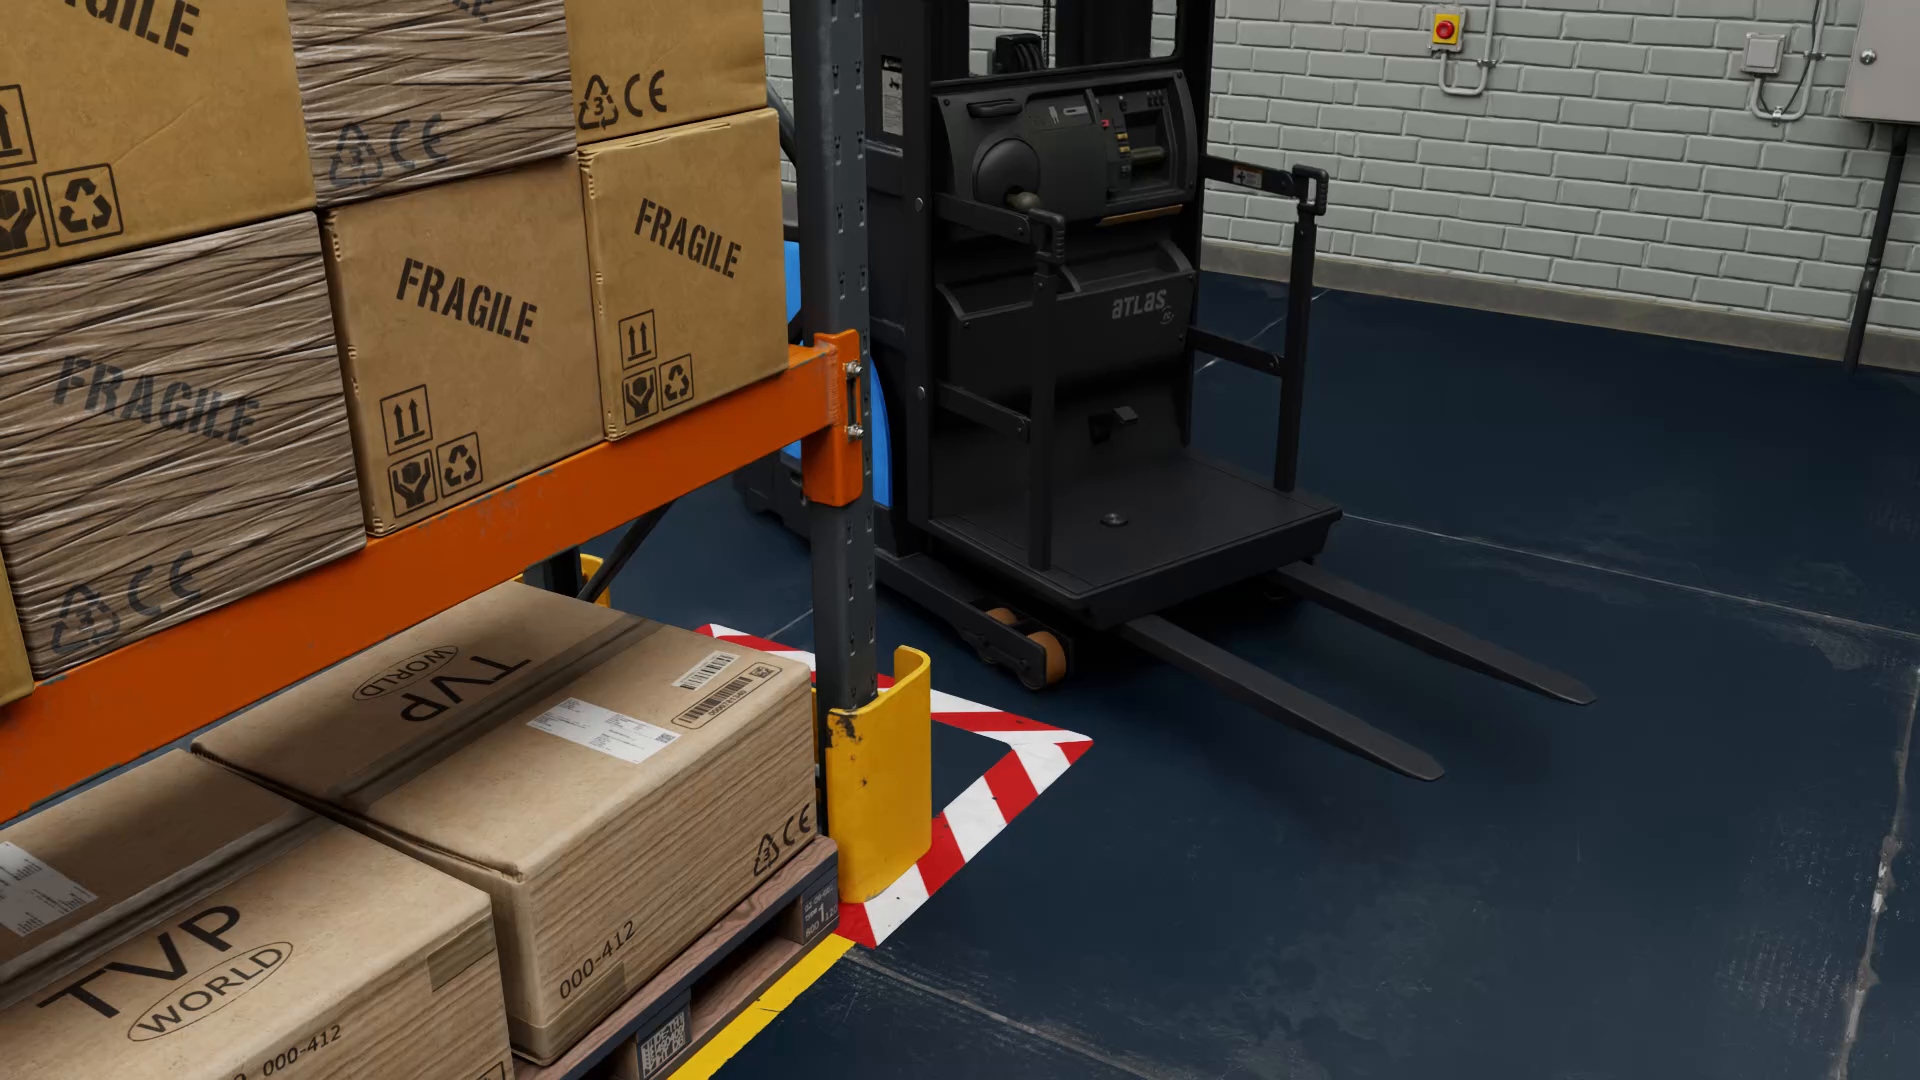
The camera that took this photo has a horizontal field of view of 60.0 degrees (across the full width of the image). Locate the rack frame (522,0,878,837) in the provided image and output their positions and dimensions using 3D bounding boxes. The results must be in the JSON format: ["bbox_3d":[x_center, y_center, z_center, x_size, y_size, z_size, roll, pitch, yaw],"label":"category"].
[{"bbox_3d":[-0.644,-0.703,3.599,1.000,3.000,0.127,14,27,29],"label":"rack frame"}]

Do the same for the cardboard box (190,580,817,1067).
[{"bbox_3d":[-0.907,0.524,3.461,0.875,0.438,0.875,13,27,27],"label":"cardboard box"}]

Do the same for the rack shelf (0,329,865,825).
[{"bbox_3d":[-1.699,0.302,2.182,1.077,0.370,4.000,14,27,29],"label":"rack shelf"}]

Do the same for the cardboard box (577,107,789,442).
[{"bbox_3d":[-0.673,-0.531,3.075,0.500,0.500,0.500,14,27,29],"label":"cardboard box"}]

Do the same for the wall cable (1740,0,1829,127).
[{"bbox_3d":[3.522,-2.784,7.127,0.588,1.984,0.122,14,27,29],"label":"wall cable"}]

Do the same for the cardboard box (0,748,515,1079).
[{"bbox_3d":[-1.383,0.834,2.744,0.875,0.438,0.875,15,27,30],"label":"cardboard box"}]

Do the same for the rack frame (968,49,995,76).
[{"bbox_3d":[0.017,-1.215,6.669,0.032,1.500,0.500,-11,26,-24],"label":"rack frame"}]

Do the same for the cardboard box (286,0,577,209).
[{"bbox_3d":[-0.946,-0.813,2.467,0.500,0.500,0.500,14,27,29],"label":"cardboard box"}]

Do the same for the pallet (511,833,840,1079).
[{"bbox_3d":[-0.999,0.863,3.491,1.003,0.211,1.213,14,27,29],"label":"pallet"}]

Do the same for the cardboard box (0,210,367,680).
[{"bbox_3d":[-1.214,-0.189,2.285,0.500,0.500,0.500,15,27,30],"label":"cardboard box"}]

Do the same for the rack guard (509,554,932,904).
[{"bbox_3d":[-0.631,0.436,4.114,1.175,0.500,0.348,14,27,29],"label":"rack guard"}]

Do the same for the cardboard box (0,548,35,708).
[{"bbox_3d":[-1.475,-0.012,1.876,0.500,0.500,0.500,15,27,30],"label":"cardboard box"}]

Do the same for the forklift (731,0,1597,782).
[{"bbox_3d":[0.458,-1.138,4.689,1.130,2.935,3.031,-17,28,-33],"label":"forklift"}]

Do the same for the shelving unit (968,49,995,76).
[{"bbox_3d":[-0.430,-1.127,6.465,1.083,1.500,0.587,-11,26,-24],"label":"shelving unit"}]

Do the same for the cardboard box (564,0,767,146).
[{"bbox_3d":[-0.696,-0.995,2.889,0.500,0.500,0.500,15,28,31],"label":"cardboard box"}]

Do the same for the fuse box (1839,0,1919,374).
[{"bbox_3d":[4.019,-1.531,7.132,0.539,1.711,0.414,14,27,29],"label":"fuse box"}]

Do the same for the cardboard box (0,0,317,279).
[{"bbox_3d":[-1.210,-0.647,2.083,0.500,0.500,0.500,14,27,29],"label":"cardboard box"}]

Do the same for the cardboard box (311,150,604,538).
[{"bbox_3d":[-0.951,-0.365,2.691,0.500,0.500,0.500,13,27,28],"label":"cardboard box"}]

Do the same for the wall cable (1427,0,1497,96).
[{"bbox_3d":[2.311,-3.092,7.798,0.585,1.953,0.123,14,27,29],"label":"wall cable"}]
